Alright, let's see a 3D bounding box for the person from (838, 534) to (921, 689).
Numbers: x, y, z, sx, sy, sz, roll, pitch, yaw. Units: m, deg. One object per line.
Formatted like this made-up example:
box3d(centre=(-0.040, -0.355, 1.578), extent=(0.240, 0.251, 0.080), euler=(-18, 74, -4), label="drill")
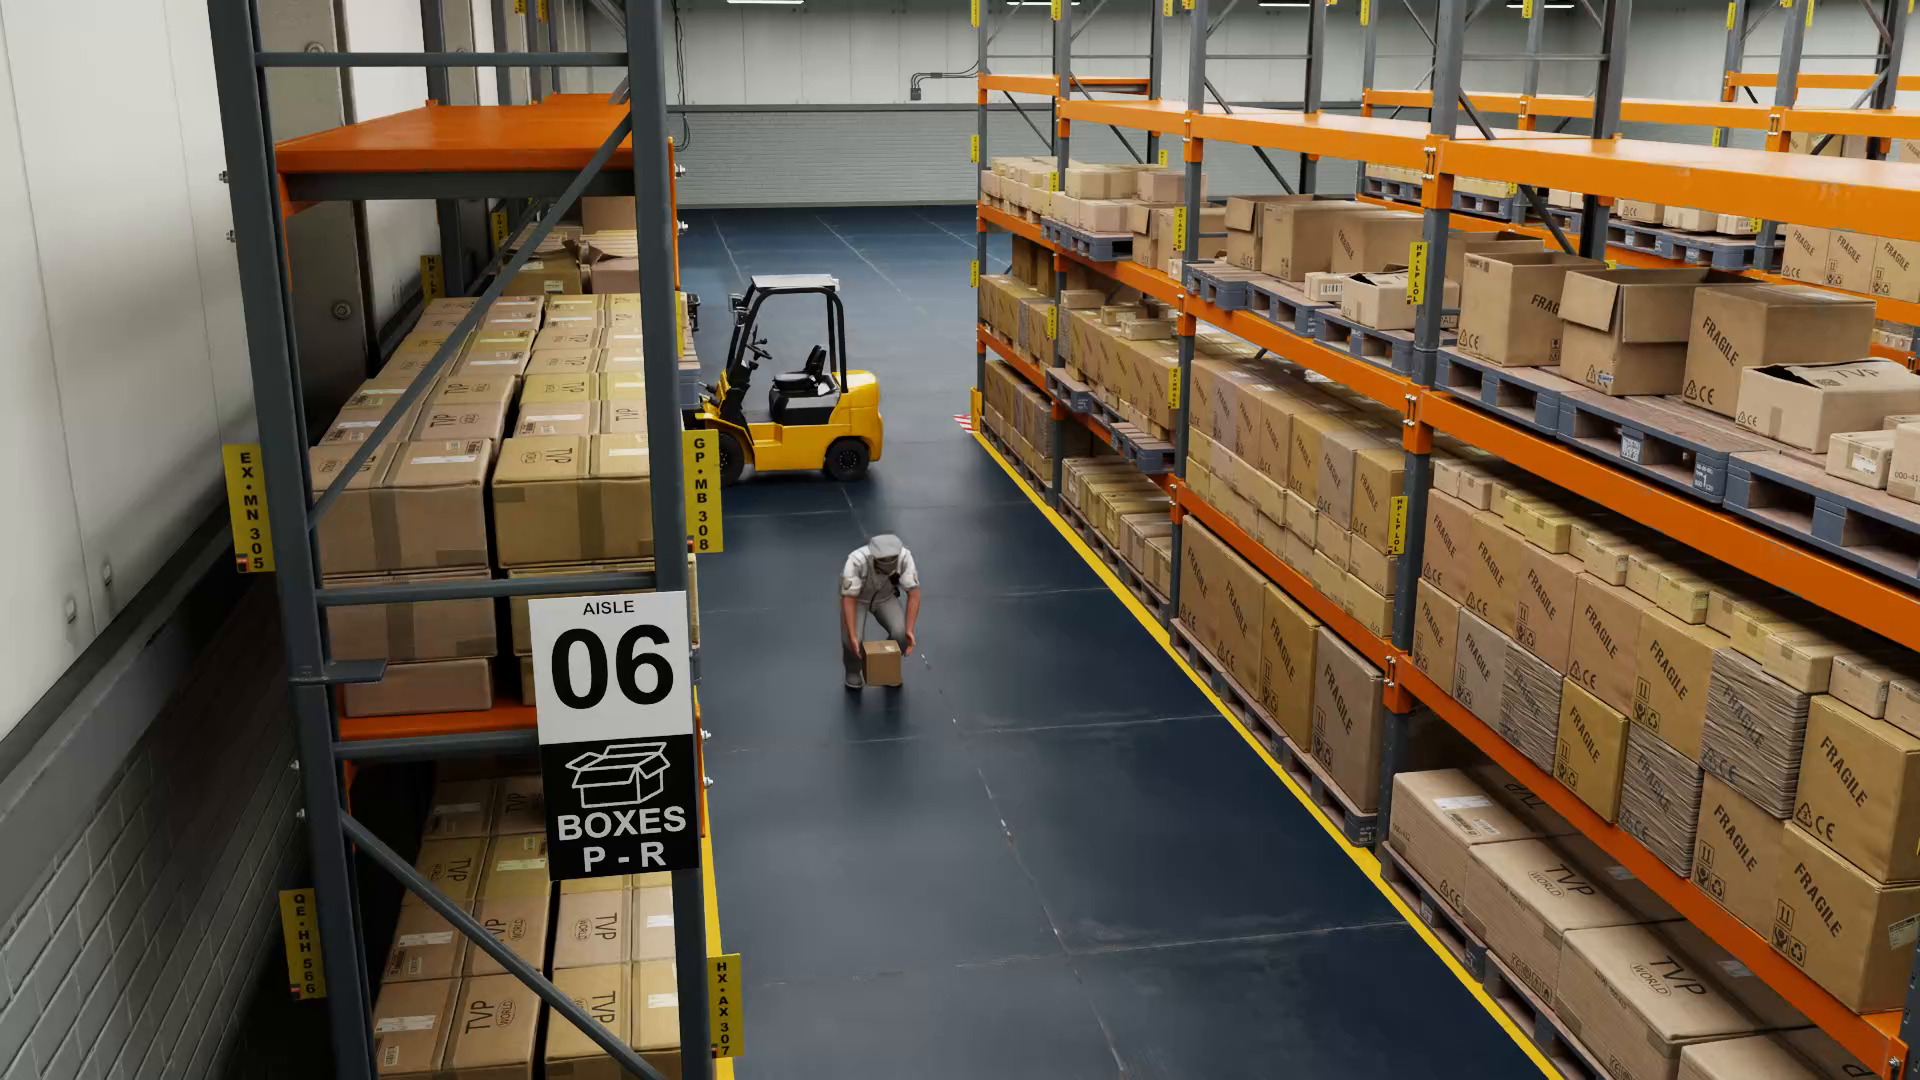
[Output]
box3d(centre=(-0.601, 0.493, 12.254), extent=(0.581, 1.241, 0.882), euler=(-3, 17, -10), label="person")
